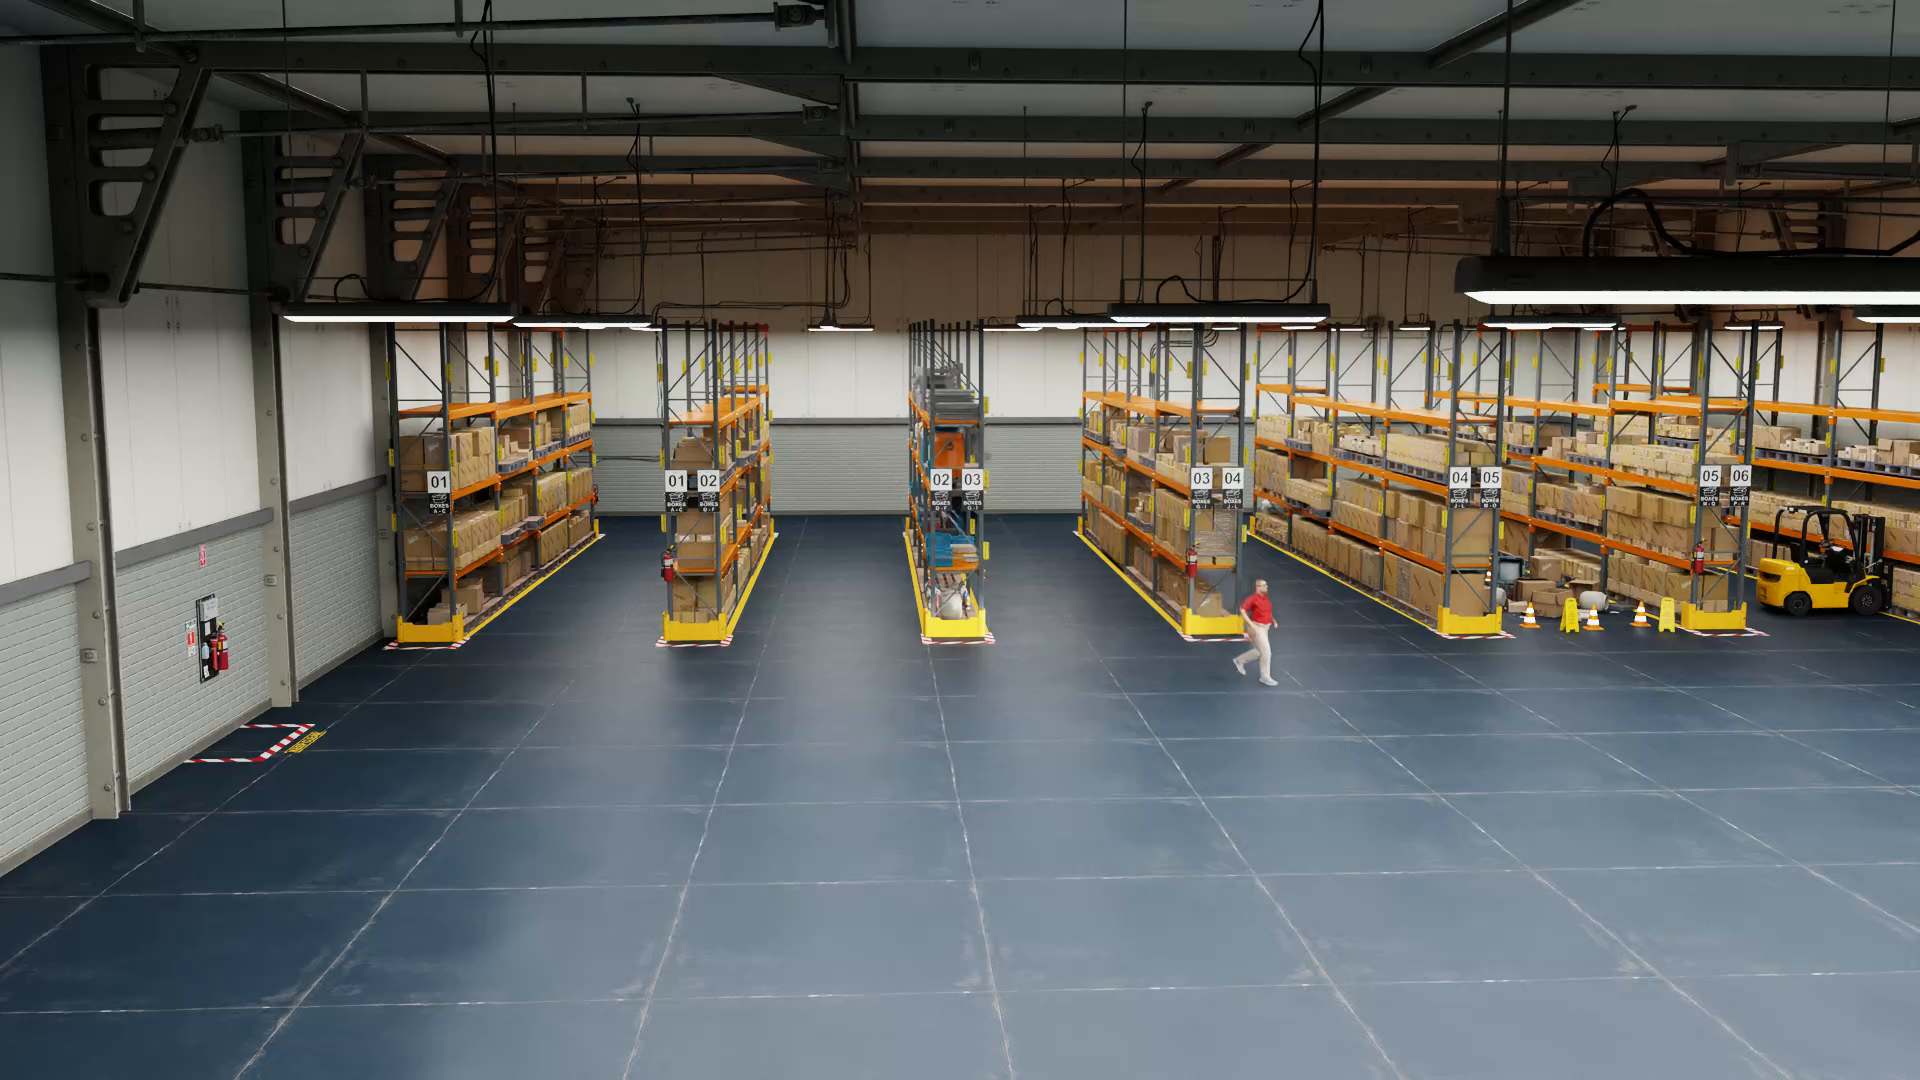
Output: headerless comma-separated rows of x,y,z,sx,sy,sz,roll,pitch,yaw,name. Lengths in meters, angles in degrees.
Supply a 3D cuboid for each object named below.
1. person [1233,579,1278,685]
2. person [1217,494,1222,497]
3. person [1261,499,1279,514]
4.902,1.503,27.478,0.844,1.730,0.675,5,9,34,person
7.257,-0.876,46.312,0.707,1.784,0.959,-1,7,-6,person
9.228,-1.200,49.153,0.826,1.806,0.697,1,7,11,person
